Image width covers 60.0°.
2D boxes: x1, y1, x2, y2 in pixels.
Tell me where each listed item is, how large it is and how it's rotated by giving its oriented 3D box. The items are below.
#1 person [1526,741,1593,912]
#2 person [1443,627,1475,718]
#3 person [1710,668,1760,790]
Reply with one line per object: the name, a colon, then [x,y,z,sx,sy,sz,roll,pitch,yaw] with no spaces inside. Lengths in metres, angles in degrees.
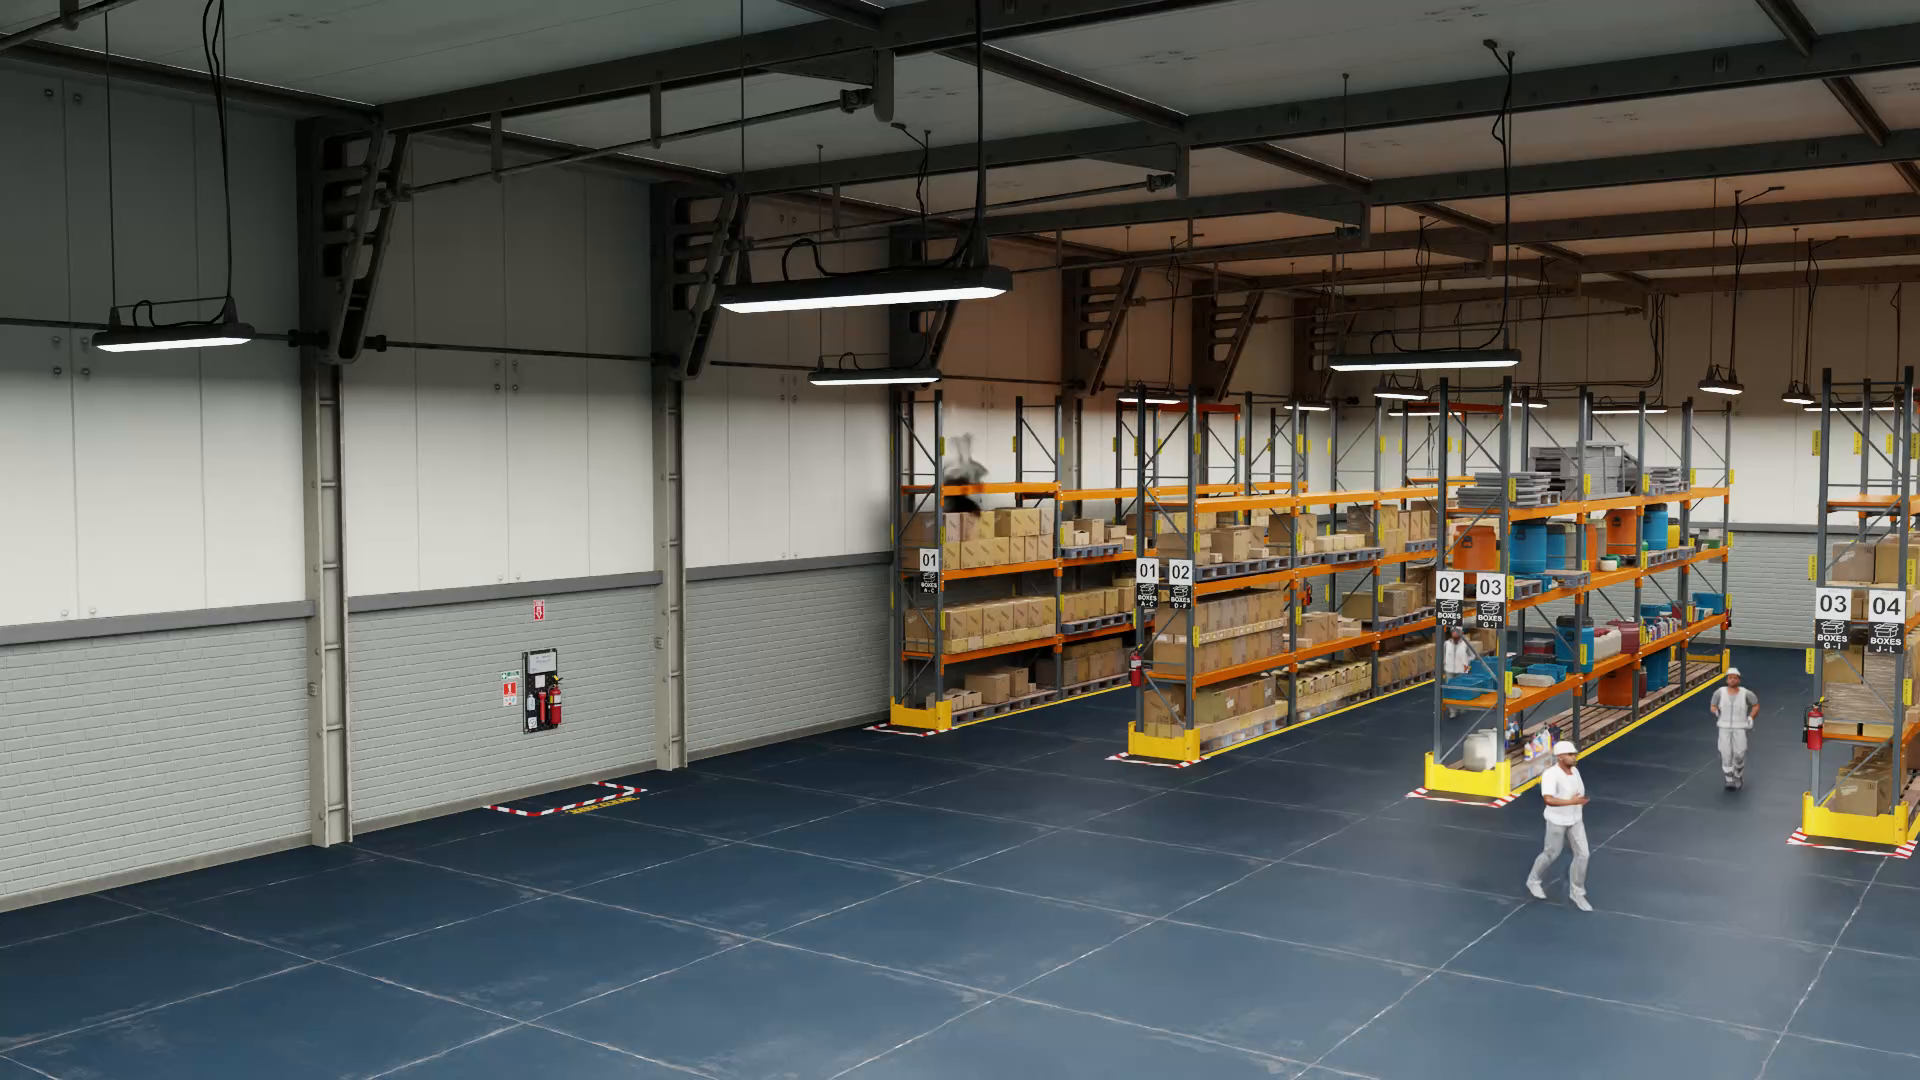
person: [6.545,3.096,18.105,0.689,1.840,0.810,-2,4,-29]
person: [9.123,2.416,30.616,0.656,1.722,0.603,1,4,24]
person: [11.221,2.754,24.144,0.639,1.759,0.612,2,4,31]
